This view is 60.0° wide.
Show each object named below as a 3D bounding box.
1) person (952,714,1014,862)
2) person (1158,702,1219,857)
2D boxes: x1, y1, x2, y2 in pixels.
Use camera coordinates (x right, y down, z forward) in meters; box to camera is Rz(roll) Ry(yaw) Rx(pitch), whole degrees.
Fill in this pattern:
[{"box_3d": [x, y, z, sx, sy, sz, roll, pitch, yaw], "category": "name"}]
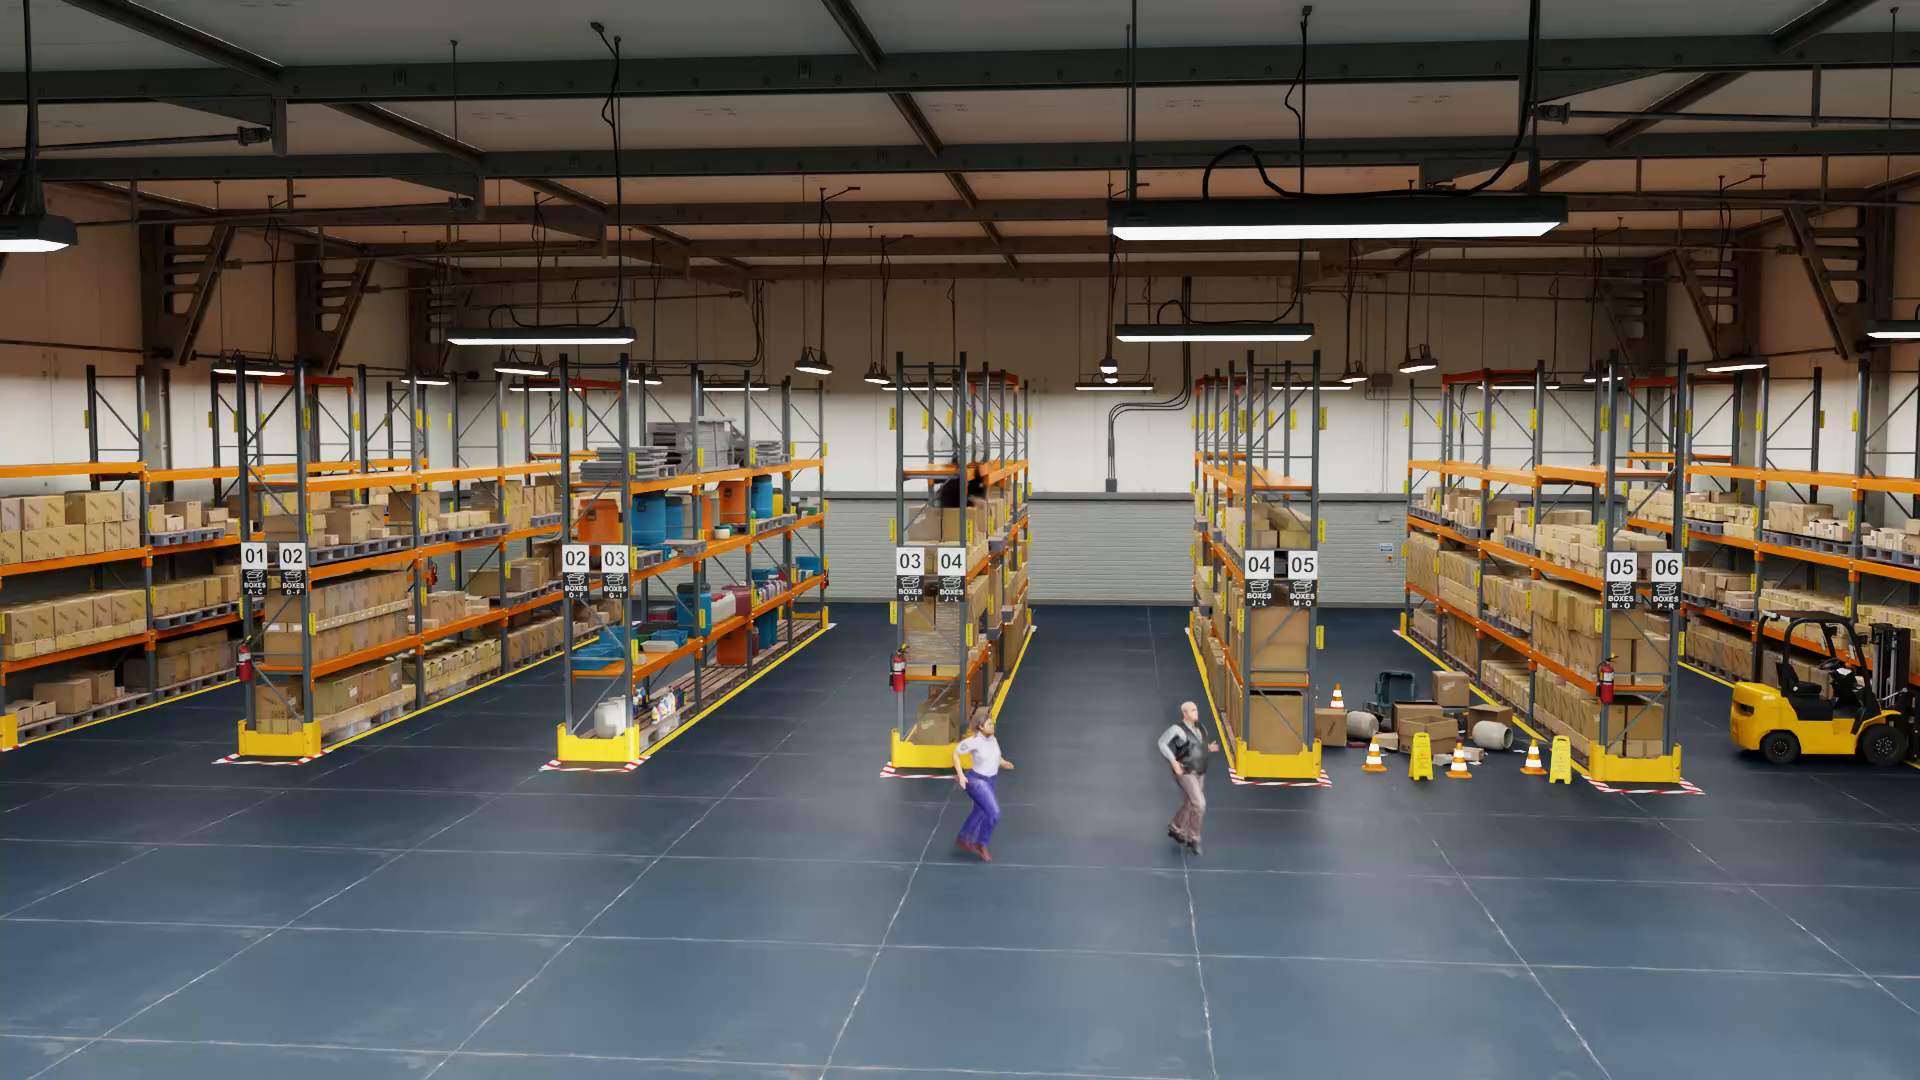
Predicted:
[{"box_3d": [0.259, 2.843, 19.072, 0.796, 1.675, 0.570, 2, 5, 31], "category": "person"}, {"box_3d": [2.686, 2.771, 19.385, 0.724, 1.781, 0.639, 4, 6, 44], "category": "person"}]
